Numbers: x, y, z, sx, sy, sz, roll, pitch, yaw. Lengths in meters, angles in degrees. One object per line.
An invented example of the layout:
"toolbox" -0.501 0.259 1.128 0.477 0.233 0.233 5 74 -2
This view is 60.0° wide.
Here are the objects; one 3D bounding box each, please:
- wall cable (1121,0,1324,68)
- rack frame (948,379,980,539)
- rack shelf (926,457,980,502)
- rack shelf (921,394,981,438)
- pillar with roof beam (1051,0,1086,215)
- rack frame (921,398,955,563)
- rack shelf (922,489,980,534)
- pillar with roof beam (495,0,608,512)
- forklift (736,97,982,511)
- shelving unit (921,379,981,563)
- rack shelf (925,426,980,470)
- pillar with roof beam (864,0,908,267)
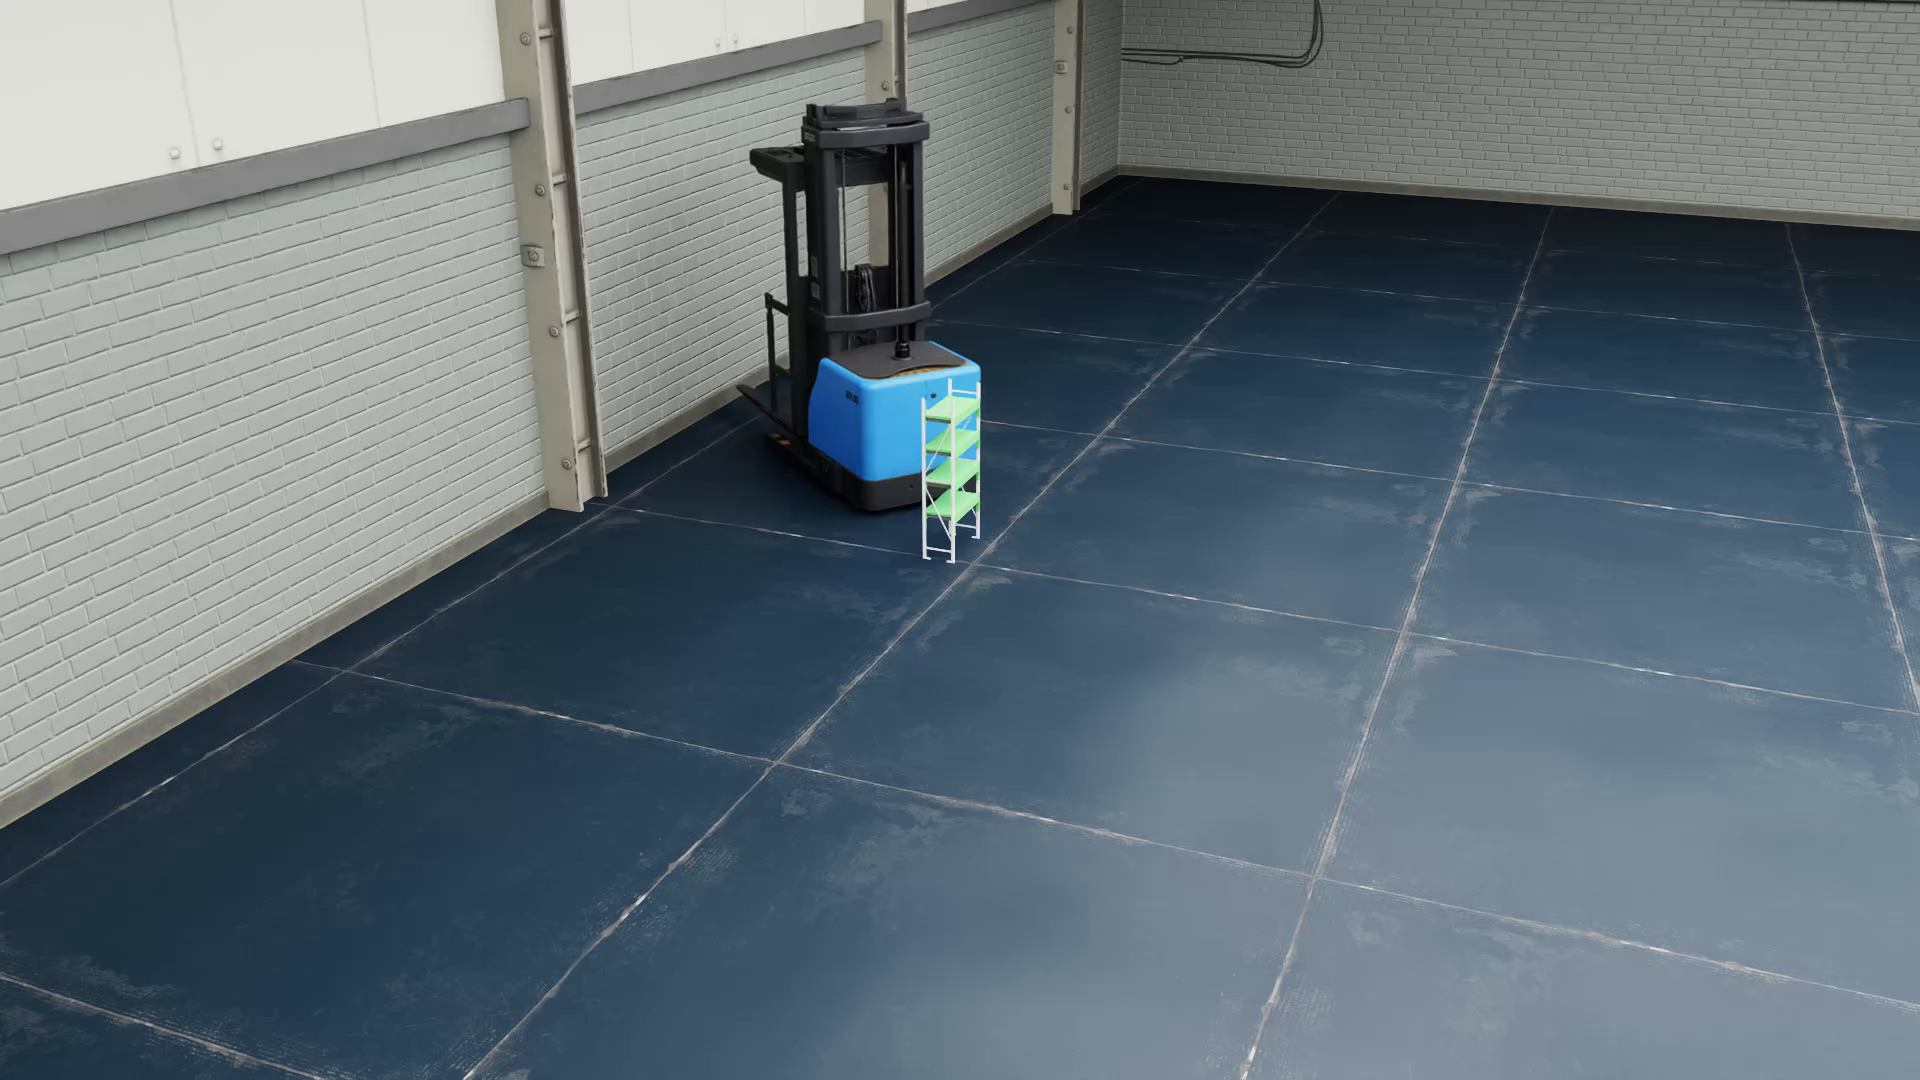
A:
"wall cable" 3.793 -8.184 24.197 3.097 2.526 0.112 9 24 20
"rack frame" 0.029 -0.582 12.086 0.240 1.200 0.015 9 24 20
"rack shelf" -0.061 -0.435 11.902 0.258 0.148 0.480 9 24 20
"rack shelf" -0.061 -0.878 11.717 0.258 0.148 0.480 9 24 20
"pillar with roof beam" 5.468 -8.136 20.052 9.100 9.000 0.400 9 24 20
"rack frame" -0.152 -0.407 11.668 0.240 1.200 0.015 9 24 20
"rack shelf" -0.061 -0.214 11.994 0.258 0.148 0.480 9 24 20
"pillar with roof beam" 1.011 -3.842 9.772 9.100 9.000 0.400 9 24 20
"forklift" -0.989 -2.098 13.470 1.130 2.935 3.031 -12 26 -27
"shelving unit" -0.061 -0.494 11.877 0.258 1.200 0.503 9 24 20
"rack shelf" -0.061 -0.657 11.809 0.258 0.148 0.480 9 24 20
"pillar with roof beam" 3.240 -5.989 14.912 9.100 9.000 0.400 9 24 20
